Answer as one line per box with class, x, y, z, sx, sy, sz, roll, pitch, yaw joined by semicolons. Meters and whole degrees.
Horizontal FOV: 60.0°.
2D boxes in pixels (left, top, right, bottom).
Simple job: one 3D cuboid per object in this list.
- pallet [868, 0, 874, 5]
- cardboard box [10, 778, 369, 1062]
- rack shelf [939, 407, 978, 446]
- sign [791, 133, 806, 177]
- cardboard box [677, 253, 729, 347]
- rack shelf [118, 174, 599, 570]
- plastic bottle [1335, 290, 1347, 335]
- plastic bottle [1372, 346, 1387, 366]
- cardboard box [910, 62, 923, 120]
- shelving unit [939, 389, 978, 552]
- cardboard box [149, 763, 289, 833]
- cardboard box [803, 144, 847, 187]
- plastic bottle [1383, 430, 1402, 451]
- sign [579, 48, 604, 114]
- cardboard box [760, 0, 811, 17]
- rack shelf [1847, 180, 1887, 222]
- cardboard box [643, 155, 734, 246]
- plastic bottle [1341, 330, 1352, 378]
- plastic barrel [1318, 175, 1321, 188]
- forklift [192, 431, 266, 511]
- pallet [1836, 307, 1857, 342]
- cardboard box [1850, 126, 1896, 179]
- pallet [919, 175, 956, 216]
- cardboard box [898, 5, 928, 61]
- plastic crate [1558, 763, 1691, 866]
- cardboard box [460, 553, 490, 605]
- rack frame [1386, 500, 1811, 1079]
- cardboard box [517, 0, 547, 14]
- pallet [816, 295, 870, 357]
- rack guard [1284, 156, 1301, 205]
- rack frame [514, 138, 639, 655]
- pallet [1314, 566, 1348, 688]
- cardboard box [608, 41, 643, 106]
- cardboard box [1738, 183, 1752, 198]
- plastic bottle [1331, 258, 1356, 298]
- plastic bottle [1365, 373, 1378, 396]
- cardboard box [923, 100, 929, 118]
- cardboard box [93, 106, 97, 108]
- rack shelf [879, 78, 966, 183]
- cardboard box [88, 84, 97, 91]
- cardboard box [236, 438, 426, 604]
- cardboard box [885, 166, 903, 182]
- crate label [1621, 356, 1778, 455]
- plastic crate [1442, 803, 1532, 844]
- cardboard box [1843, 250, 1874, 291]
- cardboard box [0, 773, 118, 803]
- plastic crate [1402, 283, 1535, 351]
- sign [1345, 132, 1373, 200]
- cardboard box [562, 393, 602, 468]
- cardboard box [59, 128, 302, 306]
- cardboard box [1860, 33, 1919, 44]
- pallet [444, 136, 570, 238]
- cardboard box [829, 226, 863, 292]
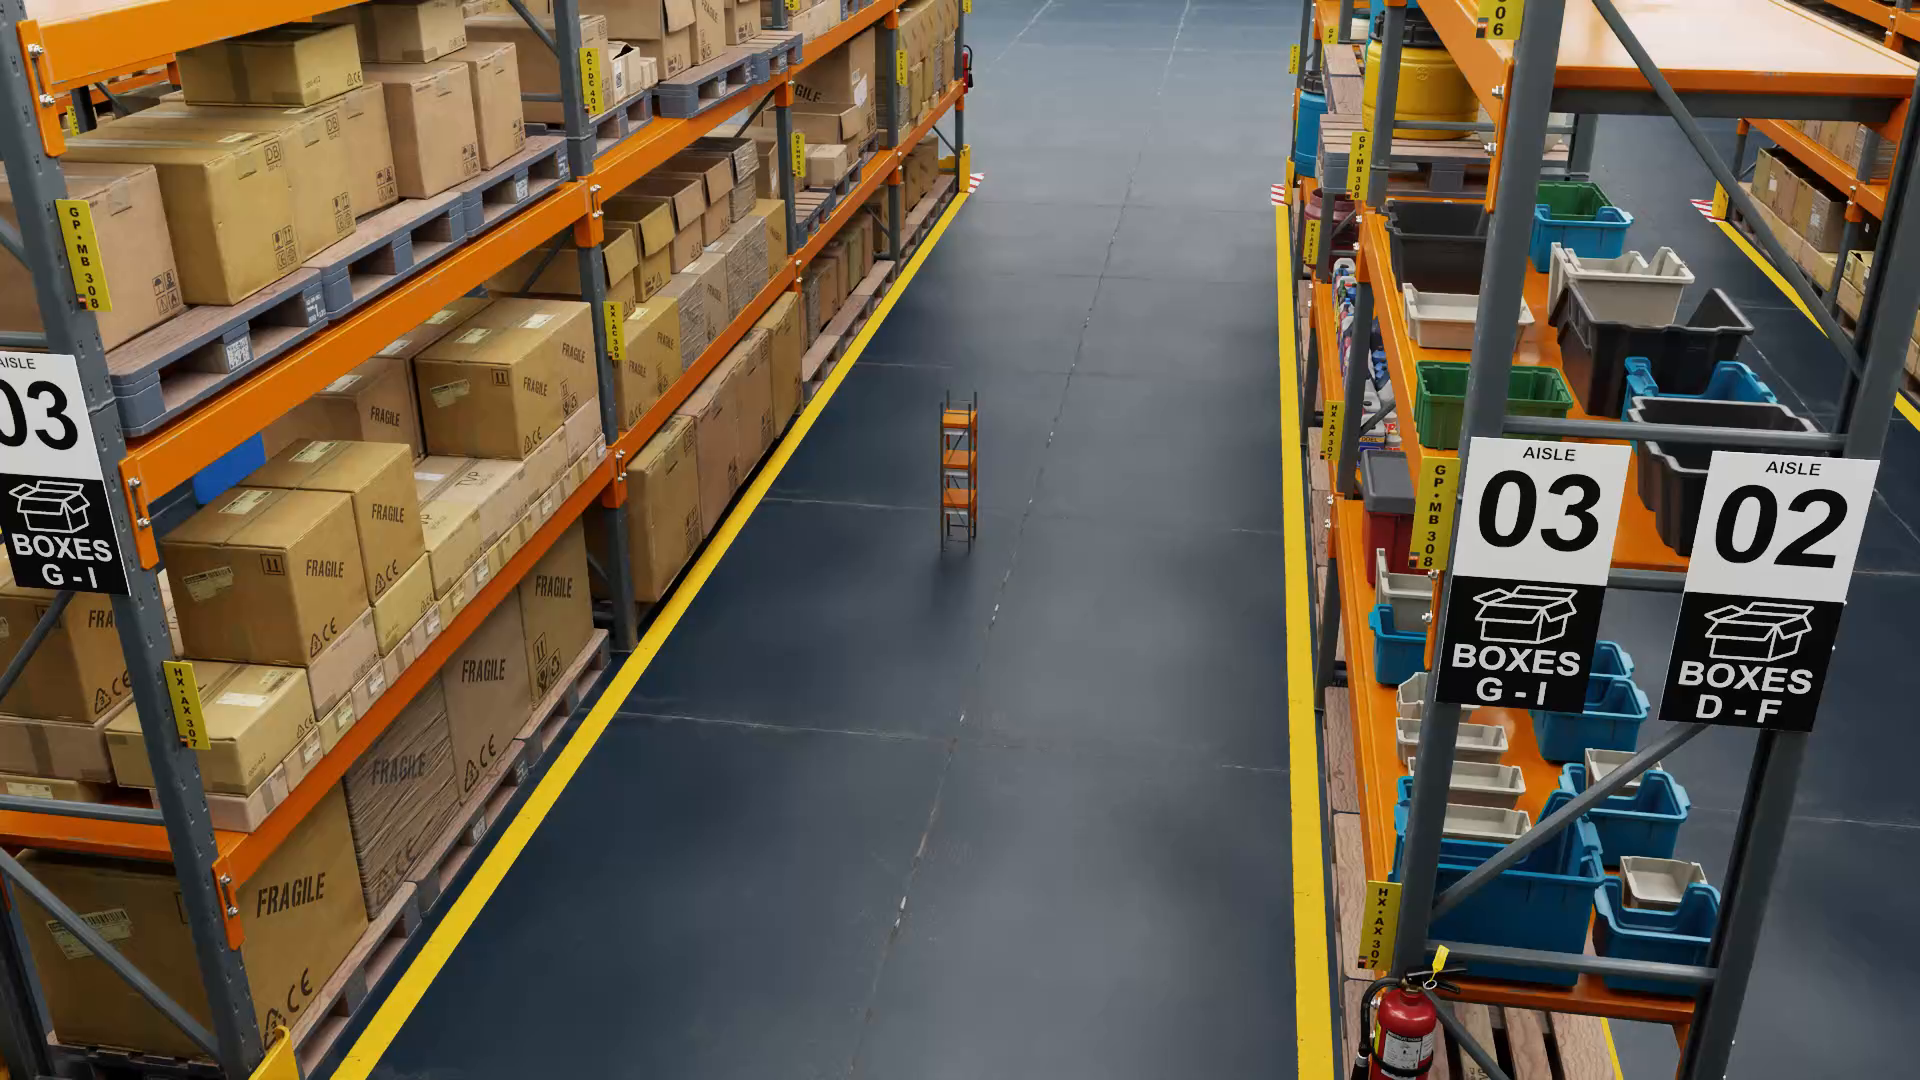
pallet;-1.319;-5.111;15.315;1.213;0.211;1.003;4;25;9
cardboard box;-3.048;1.429;6.669;0.875;0.875;0.875;4;25;9
rack shelf;-0.009;-0.701;10.864;0.215;0.259;0.240;4;25;9
sign;-1.218;-2.903;12.548;0.100;0.325;0.005;4;25;9
cardboard box;-1.856;-1.599;11.010;0.500;0.500;0.500;5;25;10
rack shelf;-2.747;-0.939;7.028;1.077;0.370;4.000;4;25;9
plastic bottle;2.550;-1.518;11.093;0.061;0.283;0.133;4;25;9
plastic bottle;2.540;-1.045;10.095;0.097;0.271;0.097;0;25;0
cardboard box;-0.862;-4.659;17.197;0.875;0.500;0.500;4;25;9
shelving unit;-0.009;-0.453;10.980;0.215;1.050;0.252;4;25;9
cardboard box;-2.690;0.918;6.046;0.380;0.149;0.250;4;25;9
cardboard box;-1.266;-3.223;14.279;0.500;0.250;0.500;3;25;7
plastic bottle;2.338;-0.496;9.006;0.097;0.201;0.097;0;25;0
sign;-1.872;-2.333;8.455;0.100;0.325;0.005;4;25;9
cardboard box;-1.436;-4.225;12.491;0.500;0.500;0.500;4;25;9
rack shelf;8.333;-2.238;13.342;1.077;0.370;4.000;4;25;9
cardboard box;-2.011;-2.338;11.406;0.797;0.503;0.637;5;25;10
plastic bottle;2.406;-1.151;10.308;0.061;0.283;0.133;4;25;9
plastic barrel;3.281;-3.115;14.207;0.433;0.535;0.433;0;25;0
forklift;-4.365;-1.880;11.810;1.130;2.935;3.031;4;25;8
pallet;8.578;-1.827;14.904;1.003;0.211;1.213;4;25;9
cardboard box;8.726;-3.632;15.353;0.700;0.500;0.500;3;25;7
pallet;-0.639;-4.129;19.823;1.003;0.211;1.213;4;25;9
cardboard box;-0.626;-5.310;17.408;0.500;0.500;0.500;4;25;9
plastic crate;2.285;0.966;5.774;0.416;0.233;0.300;4;25;9
cardboard box;-2.399;0.165;7.655;0.380;0.149;0.250;4;25;9
rack frame;1.812;1.273;4.991;1.000;3.000;0.127;4;25;9
cardboard box;-5.434;-6.315;19.753;0.875;0.550;0.550;4;25;9
pallet;-1.436;-1.988;15.249;1.003;0.211;1.213;4;25;9
rack guard;4.461;-4.251;19.743;1.175;0.500;0.348;4;25;9
rack frame;-2.420;-0.743;9.298;1.000;3.000;0.127;4;25;9
pallet;2.633;0.544;9.840;1.003;0.211;1.213;4;25;9
cardboard box;-2.152;-2.704;9.559;0.500;0.311;0.500;3;25;7
cardboard box;9.006;-3.810;18.599;0.500;0.250;0.500;4;25;9
plastic bottle;2.730;-1.858;11.827;0.152;0.276;0.135;4;25;9
plastic bottle;2.294;-0.784;9.445;0.144;0.351;0.185;4;25;9
cardboard box;-0.549;-4.672;17.990;0.380;0.149;0.250;4;25;9
cardboard box;-10.815;-4.976;20.206;0.500;0.500;0.500;5;25;10
rack shelf;-0.786;-4.599;18.386;1.077;0.370;4.000;4;25;9
cardboard box;-10.303;-5.305;19.342;0.380;0.149;0.250;4;25;9
cardboard box;-2.569;-0.084;6.834;0.500;0.500;0.500;3;25;7
cardboard box;-0.898;-3.816;18.318;0.500;0.500;0.500;2;25;4
crate label;2.282;-0.381;5.163;0.408;0.251;0.502;4;25;9
plastic crate;1.767;1.012;5.790;0.396;0.136;0.243;4;25;9
cardboard box;8.346;-2.444;15.019;0.500;0.311;0.500;4;25;9
cardboard box;-3.341;0.872;6.145;0.380;0.149;0.250;5;25;10
plastic crate;1.905;-0.847;6.294;0.437;0.136;0.530;4;25;9
sign;1.924;-1.801;8.011;0.100;0.325;0.005;4;25;9
cardboard box;-2.233;-0.607;8.834;0.500;0.250;0.500;4;25;8
cardboard box;-2.831;-1.157;5.914;0.700;0.500;0.500;3;25;7
cardboard box;8.807;-4.431;15.530;0.700;0.500;0.500;4;25;8
pallet;-2.564;-1.720;7.952;1.003;0.211;1.213;4;25;9
cardboard box;-1.331;-2.702;15.914;0.700;0.500;0.500;4;25;8
